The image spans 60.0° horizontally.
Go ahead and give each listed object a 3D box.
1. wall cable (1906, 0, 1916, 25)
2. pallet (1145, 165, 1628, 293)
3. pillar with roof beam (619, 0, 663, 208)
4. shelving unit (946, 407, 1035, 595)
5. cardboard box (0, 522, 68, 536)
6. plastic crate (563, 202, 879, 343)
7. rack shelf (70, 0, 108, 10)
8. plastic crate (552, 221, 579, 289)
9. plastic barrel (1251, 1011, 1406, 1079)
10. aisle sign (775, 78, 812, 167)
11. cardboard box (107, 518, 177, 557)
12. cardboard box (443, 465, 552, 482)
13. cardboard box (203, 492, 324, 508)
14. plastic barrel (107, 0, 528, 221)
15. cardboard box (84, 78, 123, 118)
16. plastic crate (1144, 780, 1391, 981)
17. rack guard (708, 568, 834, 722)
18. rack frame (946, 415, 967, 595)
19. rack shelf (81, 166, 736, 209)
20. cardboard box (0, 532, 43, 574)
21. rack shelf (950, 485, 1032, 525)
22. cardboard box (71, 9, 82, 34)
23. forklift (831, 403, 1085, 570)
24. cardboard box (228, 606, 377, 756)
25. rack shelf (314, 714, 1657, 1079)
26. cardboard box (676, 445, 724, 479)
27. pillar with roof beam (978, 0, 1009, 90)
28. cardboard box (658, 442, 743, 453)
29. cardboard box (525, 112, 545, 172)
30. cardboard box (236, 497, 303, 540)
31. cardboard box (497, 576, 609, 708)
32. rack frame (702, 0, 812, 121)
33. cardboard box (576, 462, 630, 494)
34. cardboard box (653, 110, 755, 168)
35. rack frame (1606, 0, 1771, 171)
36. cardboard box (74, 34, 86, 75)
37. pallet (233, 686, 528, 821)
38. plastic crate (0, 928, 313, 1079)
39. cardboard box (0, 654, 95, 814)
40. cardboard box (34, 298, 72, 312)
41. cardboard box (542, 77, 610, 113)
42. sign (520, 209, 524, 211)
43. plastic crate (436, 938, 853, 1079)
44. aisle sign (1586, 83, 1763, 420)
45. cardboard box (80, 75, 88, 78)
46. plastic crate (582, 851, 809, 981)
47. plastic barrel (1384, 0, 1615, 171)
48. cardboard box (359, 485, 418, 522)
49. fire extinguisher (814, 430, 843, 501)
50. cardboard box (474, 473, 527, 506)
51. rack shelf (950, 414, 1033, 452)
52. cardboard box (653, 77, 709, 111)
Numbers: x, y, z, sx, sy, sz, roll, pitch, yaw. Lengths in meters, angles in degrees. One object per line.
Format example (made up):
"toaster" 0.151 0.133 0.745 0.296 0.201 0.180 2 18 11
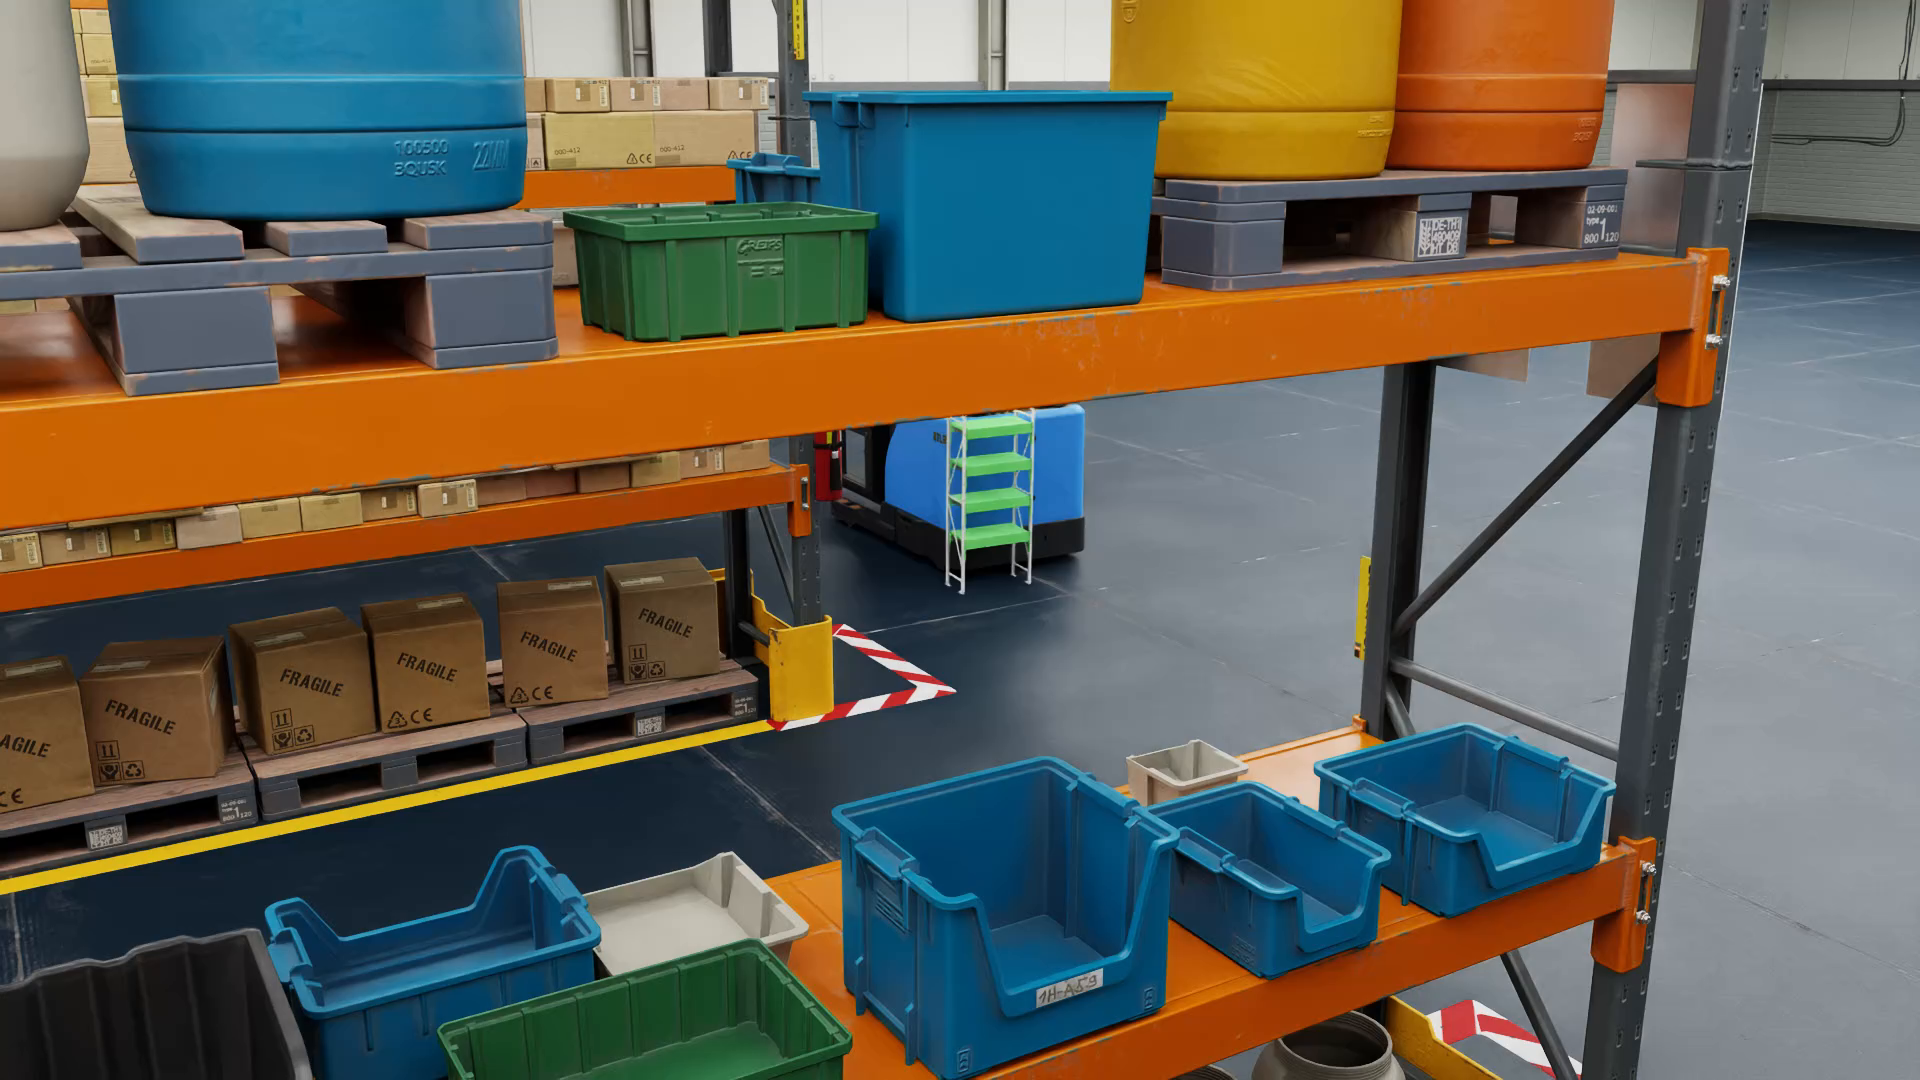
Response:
"wall cable" 20.569 -11.694 33.353 0.112 2.526 3.097 -9 18 -30
"pallet" 0.769 -0.784 3.942 1.213 0.211 1.003 -9 18 -30
"pillar with roof beam" -2.386 -6.948 20.024 0.400 9.000 9.100 -9 18 -30
"shelving unit" 0.191 -0.287 10.698 0.503 1.200 0.258 -8 19 -26
"cardboard box" -4.033 -0.352 6.873 0.500 0.500 0.875 -9 18 -30
"plastic crate" -0.407 -0.465 2.848 0.450 0.188 0.336 -9 18 -30
"rack shelf" -10.400 -6.181 19.363 4.000 0.370 1.077 -9 18 -30
"plastic crate" -0.732 -0.601 3.427 0.396 0.136 0.243 -9 18 -30
"plastic barrel" 1.004 1.582 4.540 0.421 0.512 0.421 0 16 0
"aisle sign" -0.814 -1.860 8.171 0.004 0.787 0.394 -9 18 -30
"cardboard box" -3.481 -0.062 7.039 0.250 0.149 0.380 -9 18 -30
"cardboard box" -2.325 -0.633 7.875 0.500 0.500 0.875 -9 18 -30
"cardboard box" -3.210 -0.507 7.423 0.500 0.500 0.875 -9 18 -30
"plastic barrel" -0.992 -0.968 2.543 0.708 0.901 0.600 -9 18 -30
"cardboard box" -3.388 -1.780 6.686 0.250 0.149 0.380 -9 18 -28
"plastic crate" 0.694 0.776 3.858 0.408 0.251 0.499 -9 18 -30
"rack guard" -1.087 0.545 9.038 0.348 0.500 1.175 -9 18 -30
"rack frame" -0.026 -0.257 10.592 0.015 1.200 0.240 -8 19 -26
"rack shelf" -2.736 -1.489 7.439 4.000 0.370 1.077 -9 18 -30
"cardboard box" -3.891 0.016 6.760 0.250 0.149 0.380 -9 18 -30
"rack shelf" 0.191 -0.226 10.717 0.480 0.148 0.258 -8 19 -26
"cardboard box" -5.779 -3.310 10.629 0.250 0.149 0.380 -10 18 -31
"forklift" -0.306 -1.558 12.039 1.130 2.935 3.031 -9 18 -28
"cardboard box" -3.109 0.656 7.864 0.500 0.500 0.500 -11 19 -35
"rack shelf" -0.186 1.102 3.756 4.000 0.370 1.077 -9 18 -30
"cardboard box" -1.375 -0.426 8.337 0.250 0.149 0.380 -9 18 -30
"pillar with roof beam" 2.757 -7.782 22.999 0.400 9.000 9.100 -9 18 -30
"cardboard box" -1.508 -0.790 8.435 0.500 0.500 0.875 -9 18 -30
"cardboard box" -2.175 -1.776 7.408 0.500 0.250 0.500 -9 18 -28
"cardboard box" -3.053 -0.132 7.287 0.250 0.149 0.380 -9 18 -30
"cardboard box" -2.061 0.507 8.399 0.500 0.500 0.500 -4 16 -15
"rack frame" -1.022 -3.557 7.929 0.127 3.000 1.000 -9 18 -30
"cardboard box" -1.785 -0.348 8.059 0.250 0.149 0.380 -9 18 -30
"cardboard box" -1.304 -1.915 7.905 0.500 0.250 0.500 -9 18 -28
"rack frame" 1.529 -2.412 3.841 0.127 3.000 1.000 -9 18 -30
"cardboard box" -5.924 -3.114 10.667 0.500 0.250 0.500 -9 18 -30
"pallet" -2.846 0.958 8.102 1.213 0.211 1.003 -9 18 -30
"plastic crate" -1.386 1.020 2.830 0.504 0.338 0.767 -9 18 -30
"cardboard box" -4.087 0.842 7.201 0.500 0.500 0.500 -10 18 -31
"cardboard box" -3.506 -0.859 6.829 0.500 0.500 0.500 -9 18 -30
"cardboard box" -1.764 -2.009 7.502 0.250 0.149 0.380 -9 18 -29
"sign" -3.222 -2.375 12.239 0.005 0.325 0.100 -9 18 -30
"plastic crate" -0.591 1.012 3.136 0.662 0.188 0.450 -9 18 -30
"aisle sign" 1.743 -0.716 4.090 0.004 0.787 0.394 -9 18 -30
"cardboard box" -5.781 -2.926 10.734 0.250 0.149 0.380 -10 18 -31
"plastic crate" -0.639 0.876 3.717 0.437 0.136 0.530 -9 18 -30
"plastic barrel" 1.178 -1.279 3.785 0.708 0.830 0.600 -9 18 -30
"cardboard box" -2.642 -0.209 7.563 0.250 0.149 0.380 -9 18 -30
"fire extinguisher" -0.687 -0.541 8.425 0.183 0.674 0.296 -9 18 -30
"cardboard box" -2.223 -0.283 7.827 0.250 0.149 0.380 -9 18 -30
"rack shelf" 0.196 -0.685 10.578 0.480 0.148 0.258 -8 19 -26
"cardboard box" -1.383 -2.113 7.872 0.250 0.149 0.380 -10 18 -32
